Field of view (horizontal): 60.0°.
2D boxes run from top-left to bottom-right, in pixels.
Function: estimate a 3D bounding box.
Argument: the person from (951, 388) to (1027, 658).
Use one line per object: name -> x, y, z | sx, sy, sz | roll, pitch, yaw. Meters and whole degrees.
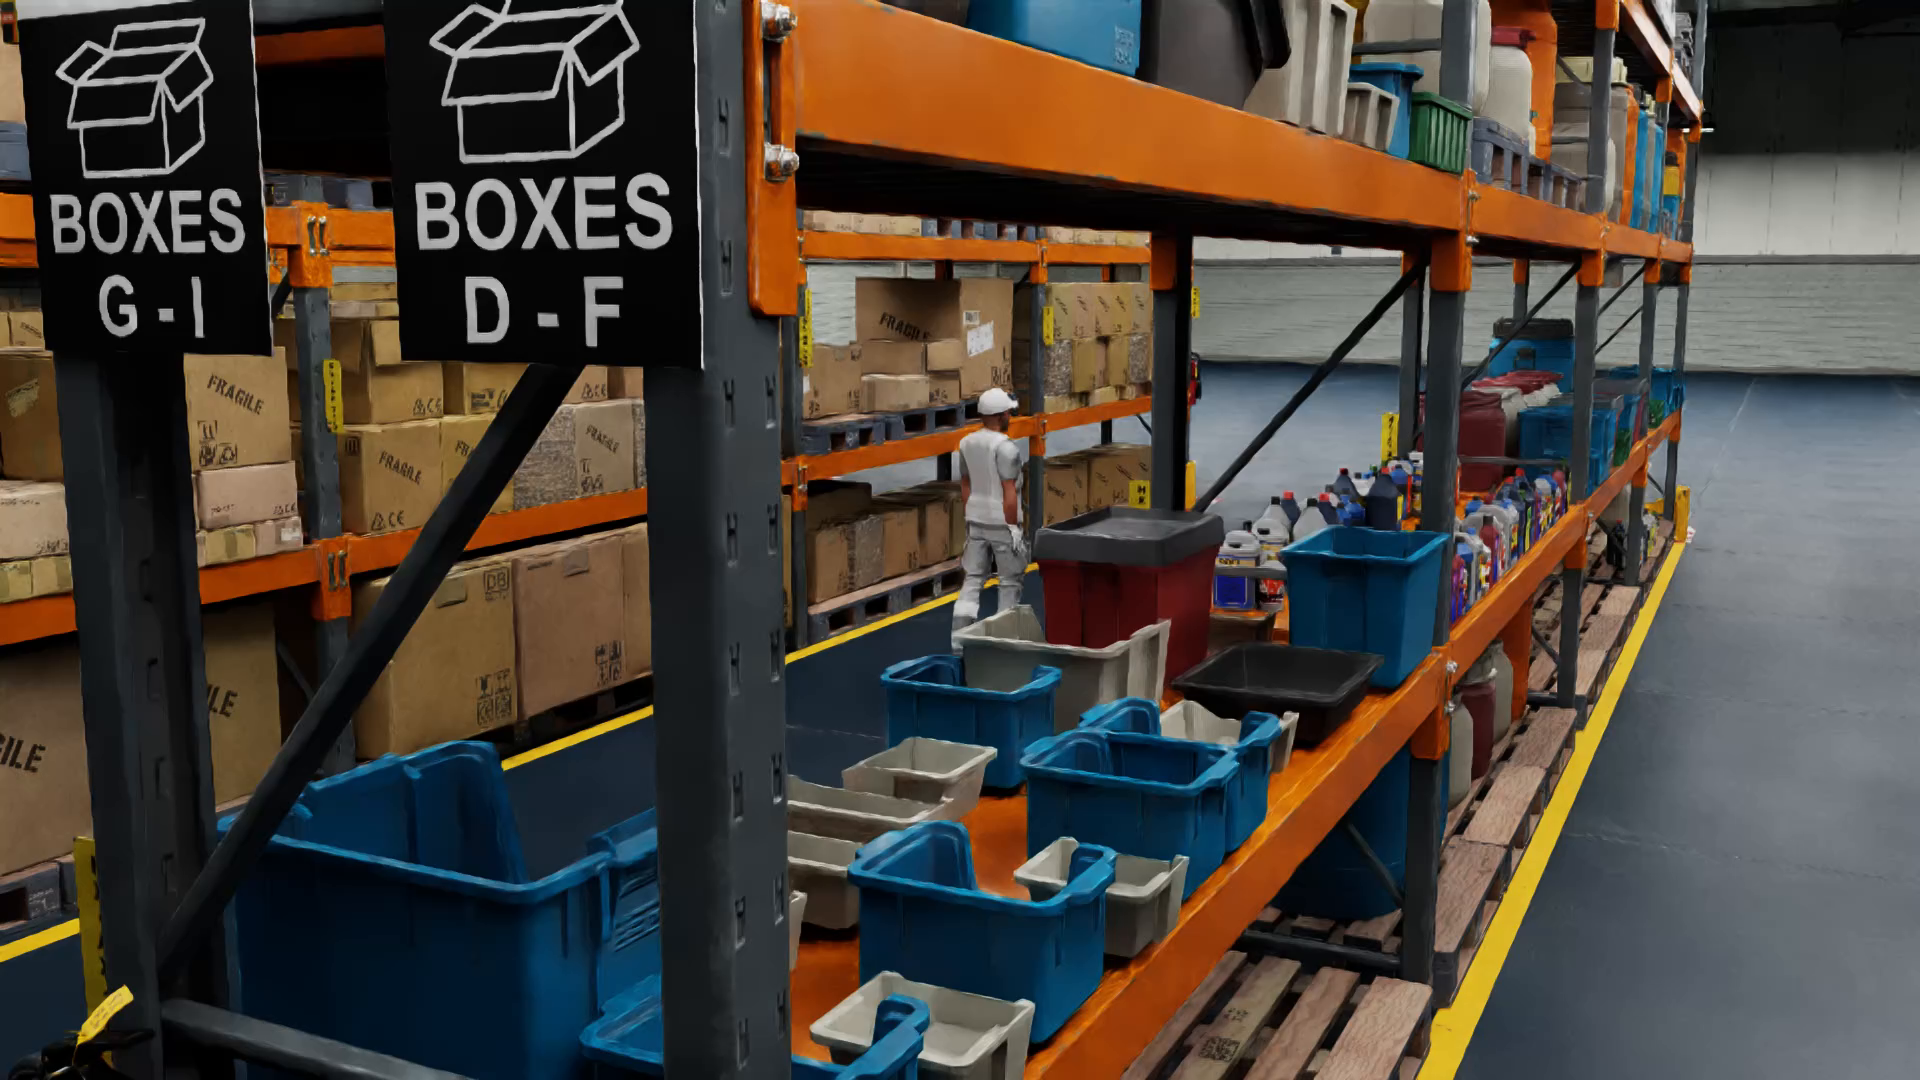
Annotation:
person -> 0.237, -0.100, 10.884 | 0.555, 1.792, 0.687 | 9, 13, 44
